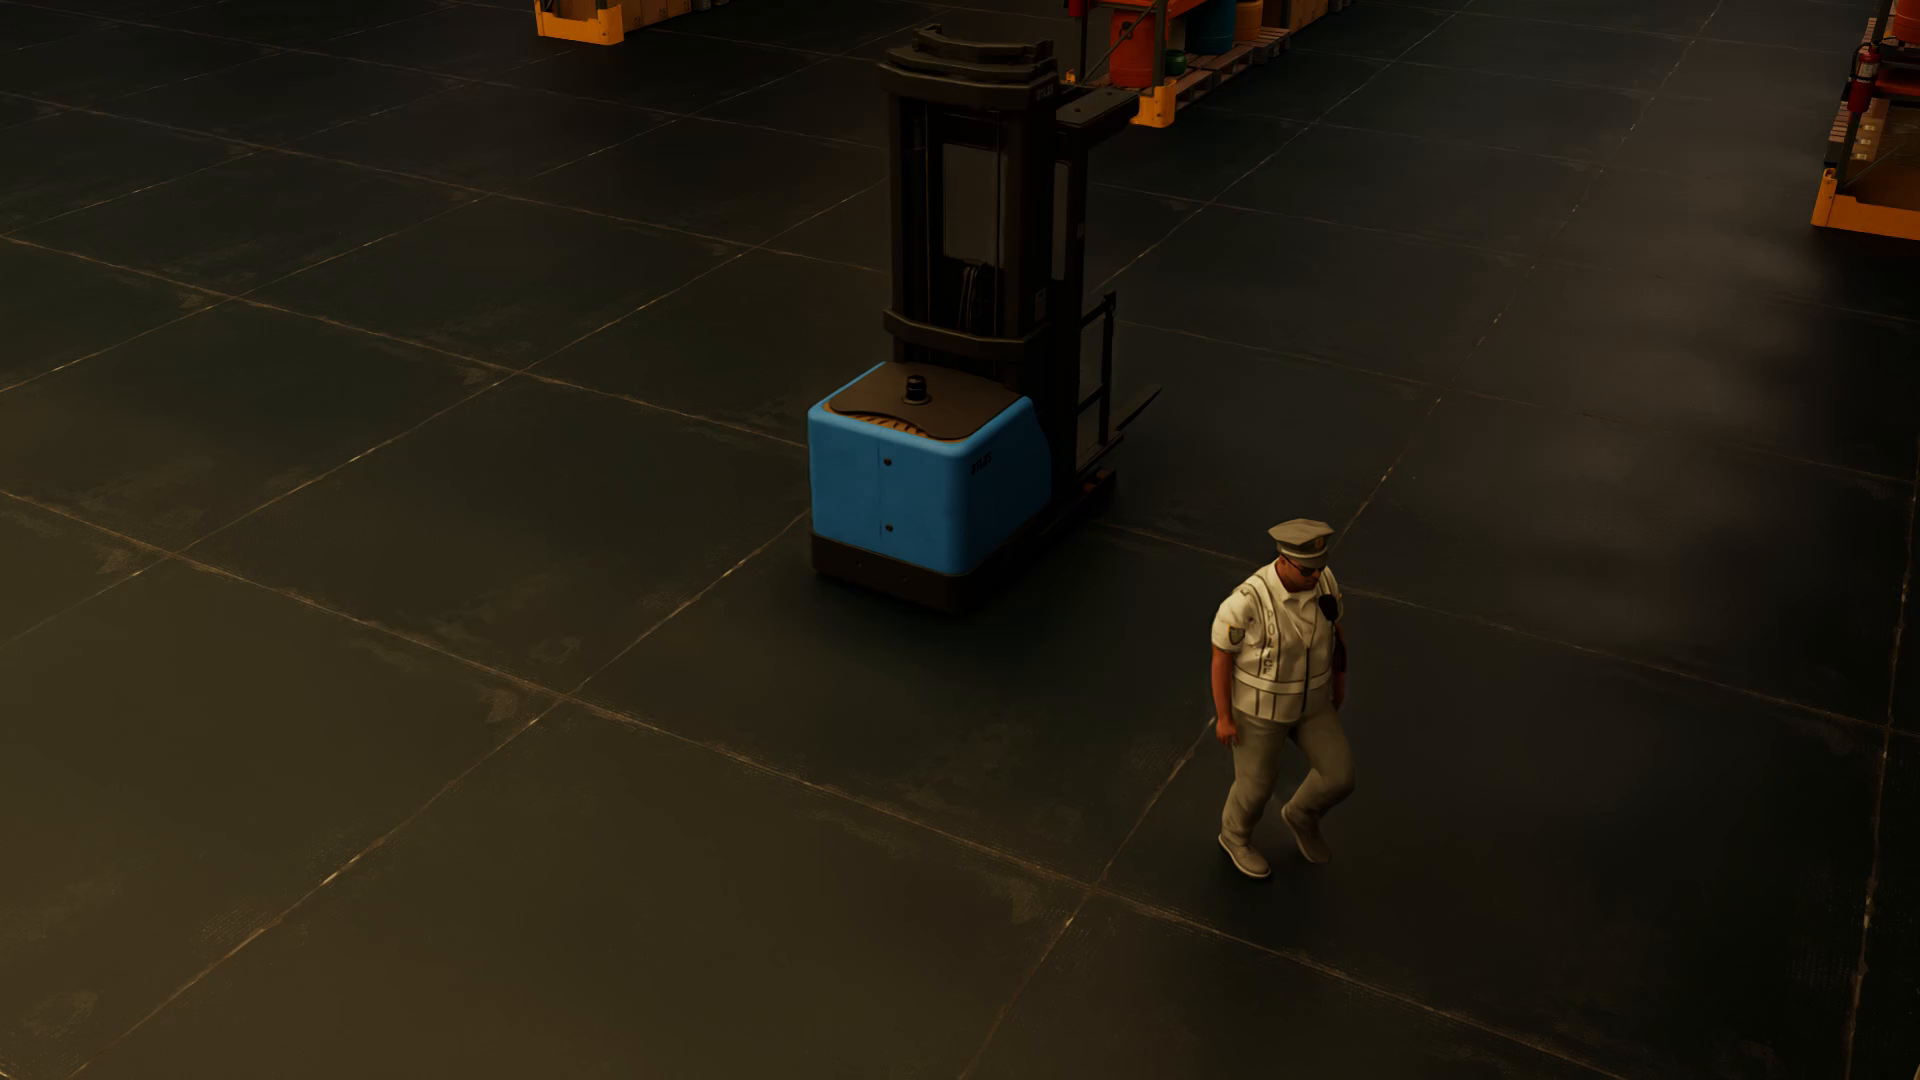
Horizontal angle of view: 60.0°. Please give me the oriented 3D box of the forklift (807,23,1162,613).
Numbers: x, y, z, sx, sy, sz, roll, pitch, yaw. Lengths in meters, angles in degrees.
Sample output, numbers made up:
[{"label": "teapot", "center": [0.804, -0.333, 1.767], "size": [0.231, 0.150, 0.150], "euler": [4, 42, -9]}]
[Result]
[{"label": "forklift", "center": [0.327, -1.567, 9.786], "size": [1.130, 2.935, 3.031], "euler": [16, 34, 26]}]

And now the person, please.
[{"label": "person", "center": [1.394, 0.717, 7.066], "size": [0.650, 1.767, 0.496], "euler": [-13, 33, -22]}]
